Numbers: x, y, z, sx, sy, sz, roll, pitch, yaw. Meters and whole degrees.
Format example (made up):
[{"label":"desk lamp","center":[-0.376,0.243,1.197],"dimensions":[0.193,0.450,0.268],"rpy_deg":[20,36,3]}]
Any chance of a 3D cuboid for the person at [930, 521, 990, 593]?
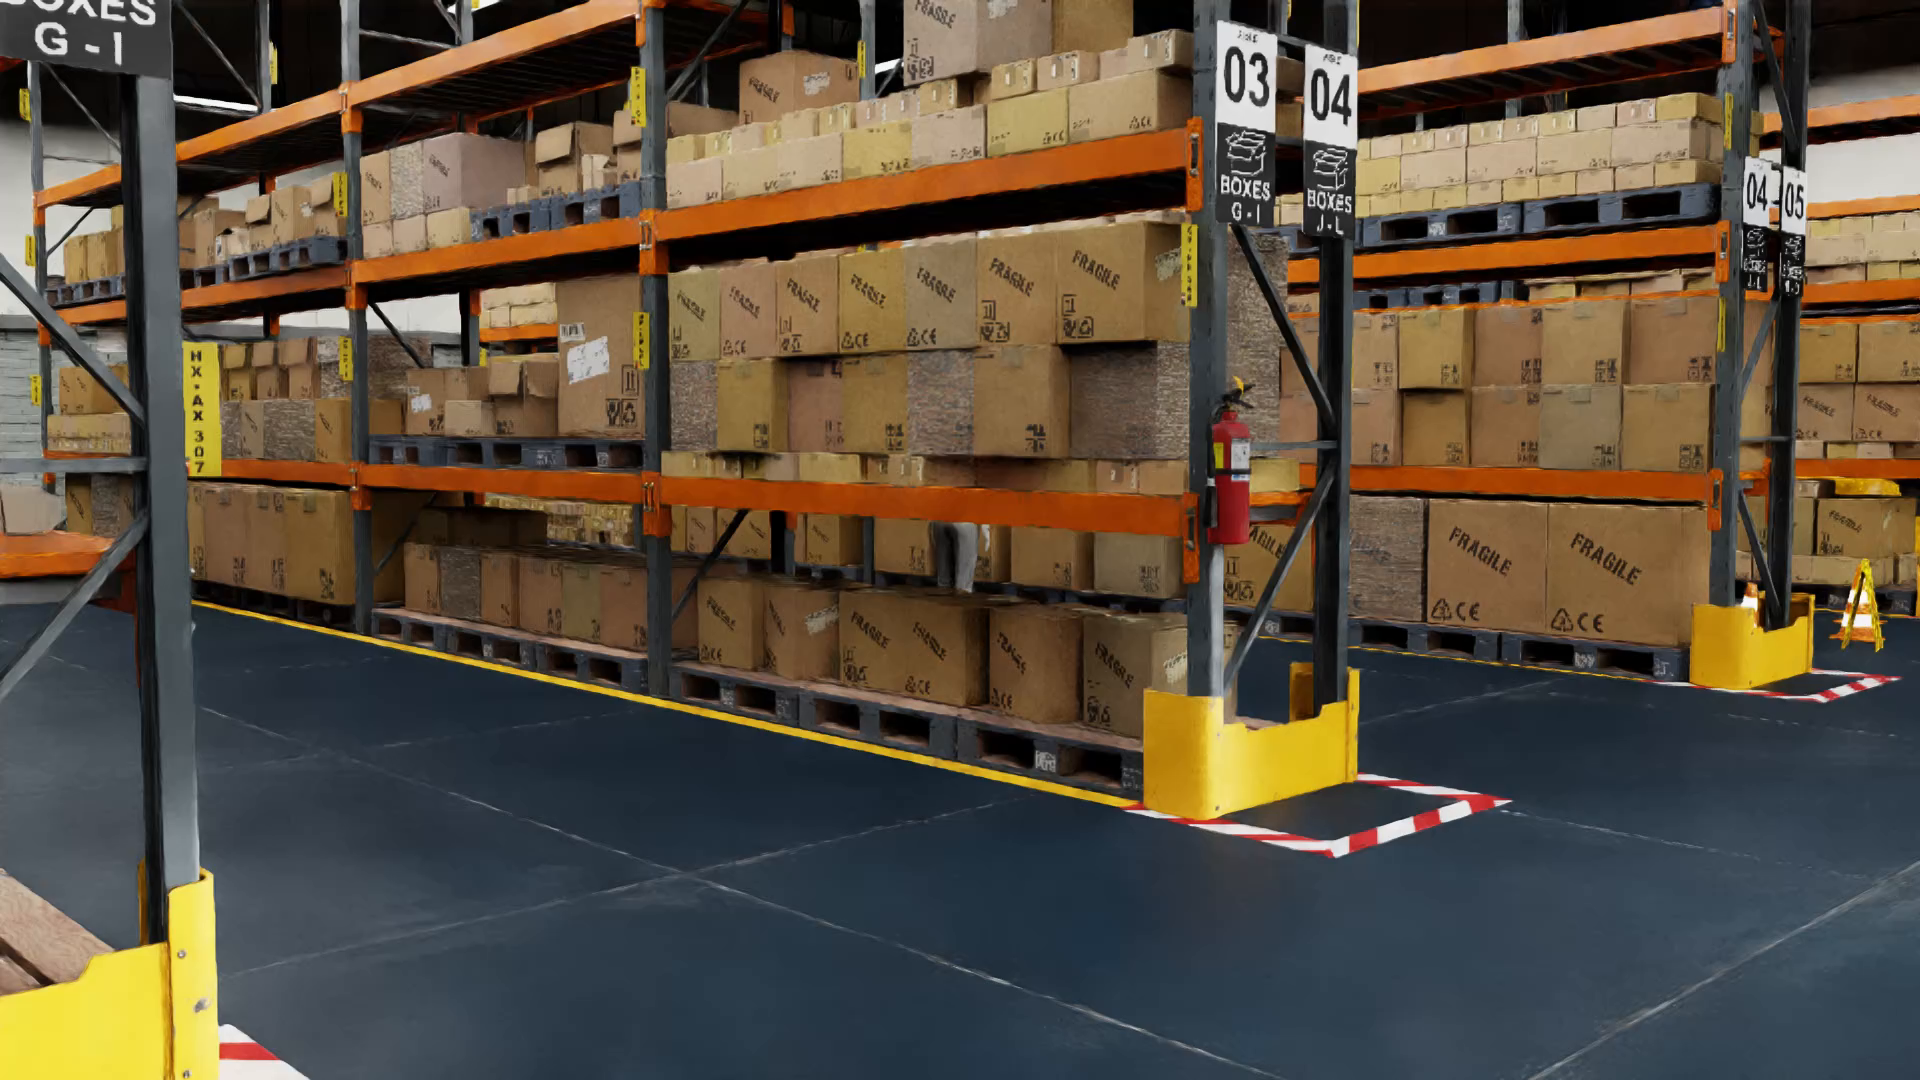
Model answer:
[{"label":"person","center":[0.004,-0.099,11.970],"dimensions":[0.528,1.694,0.372],"rpy_deg":[3,5,35]}]
